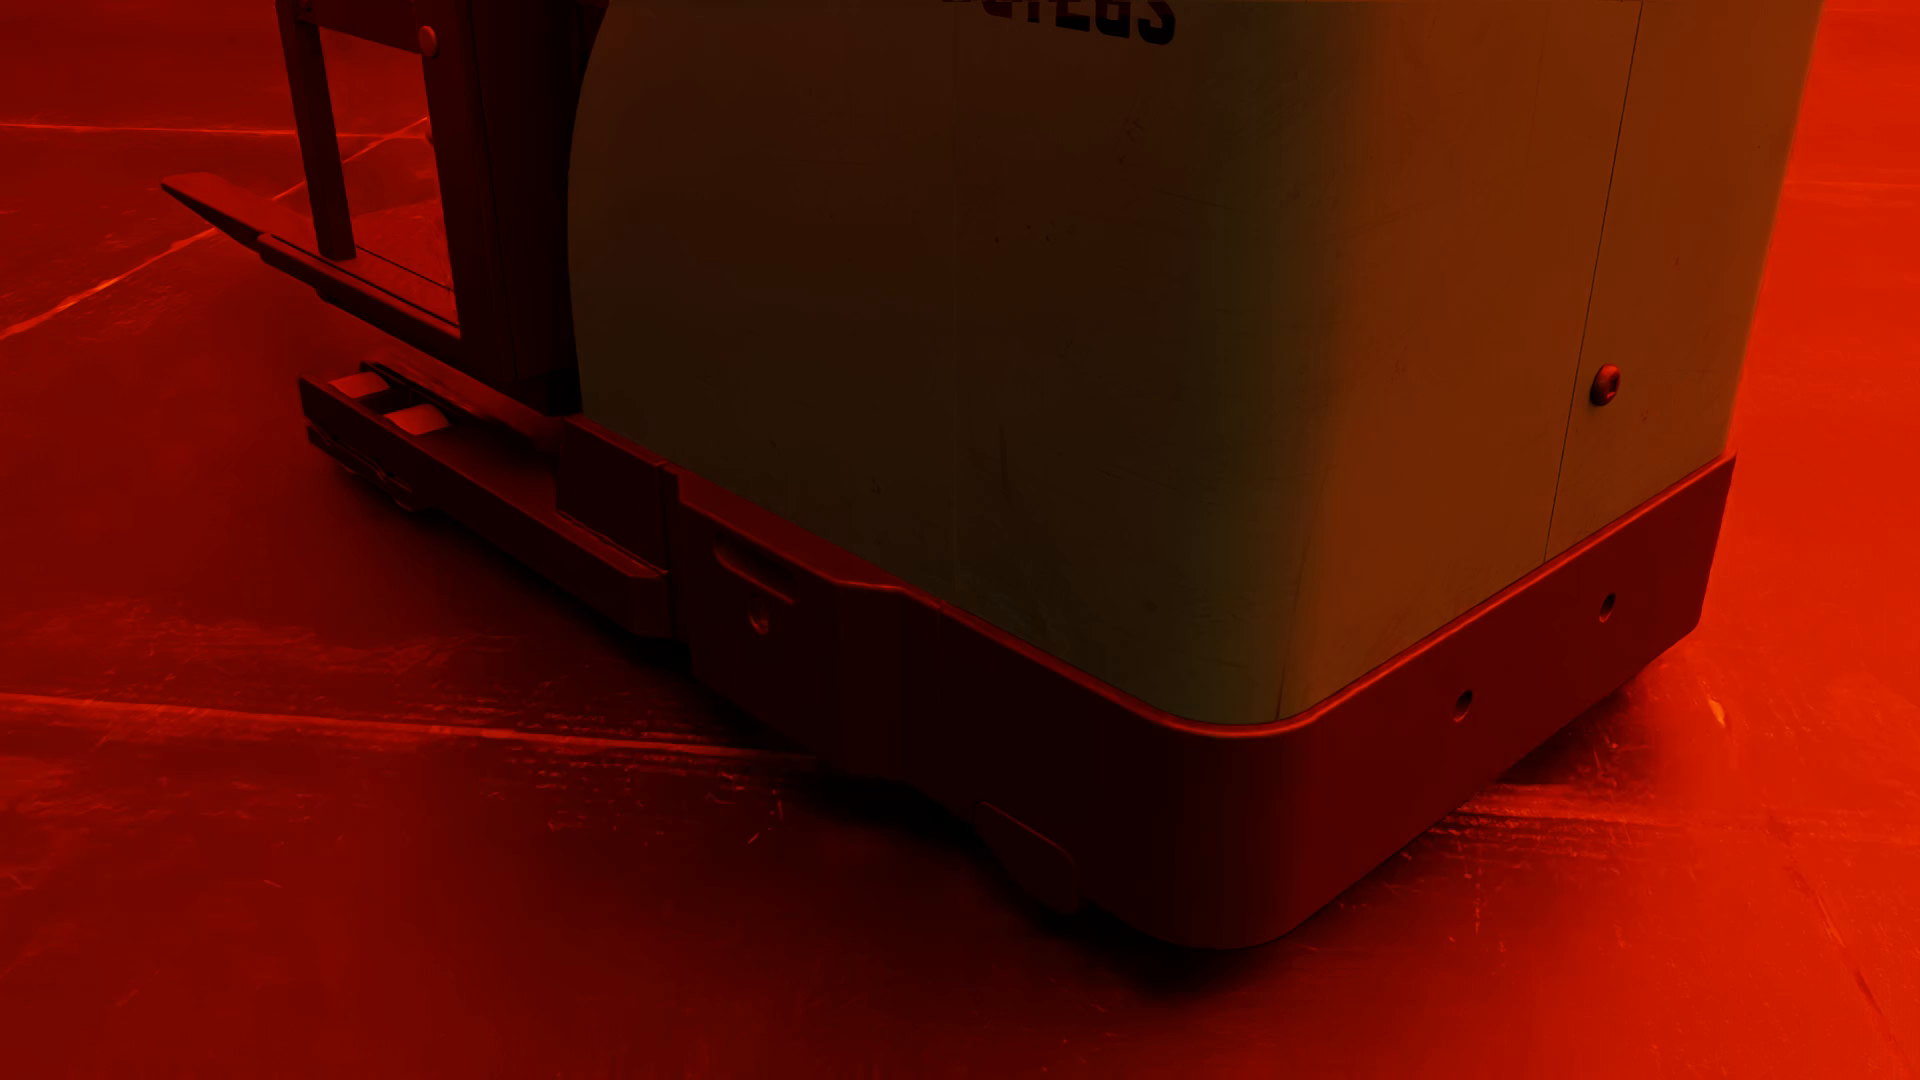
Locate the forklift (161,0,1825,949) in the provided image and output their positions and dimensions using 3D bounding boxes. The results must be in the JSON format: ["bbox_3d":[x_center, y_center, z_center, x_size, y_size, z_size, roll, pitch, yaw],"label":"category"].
[{"bbox_3d":[-0.420,-1.493,2.210,1.130,2.935,3.031,-23,34,-38],"label":"forklift"}]
